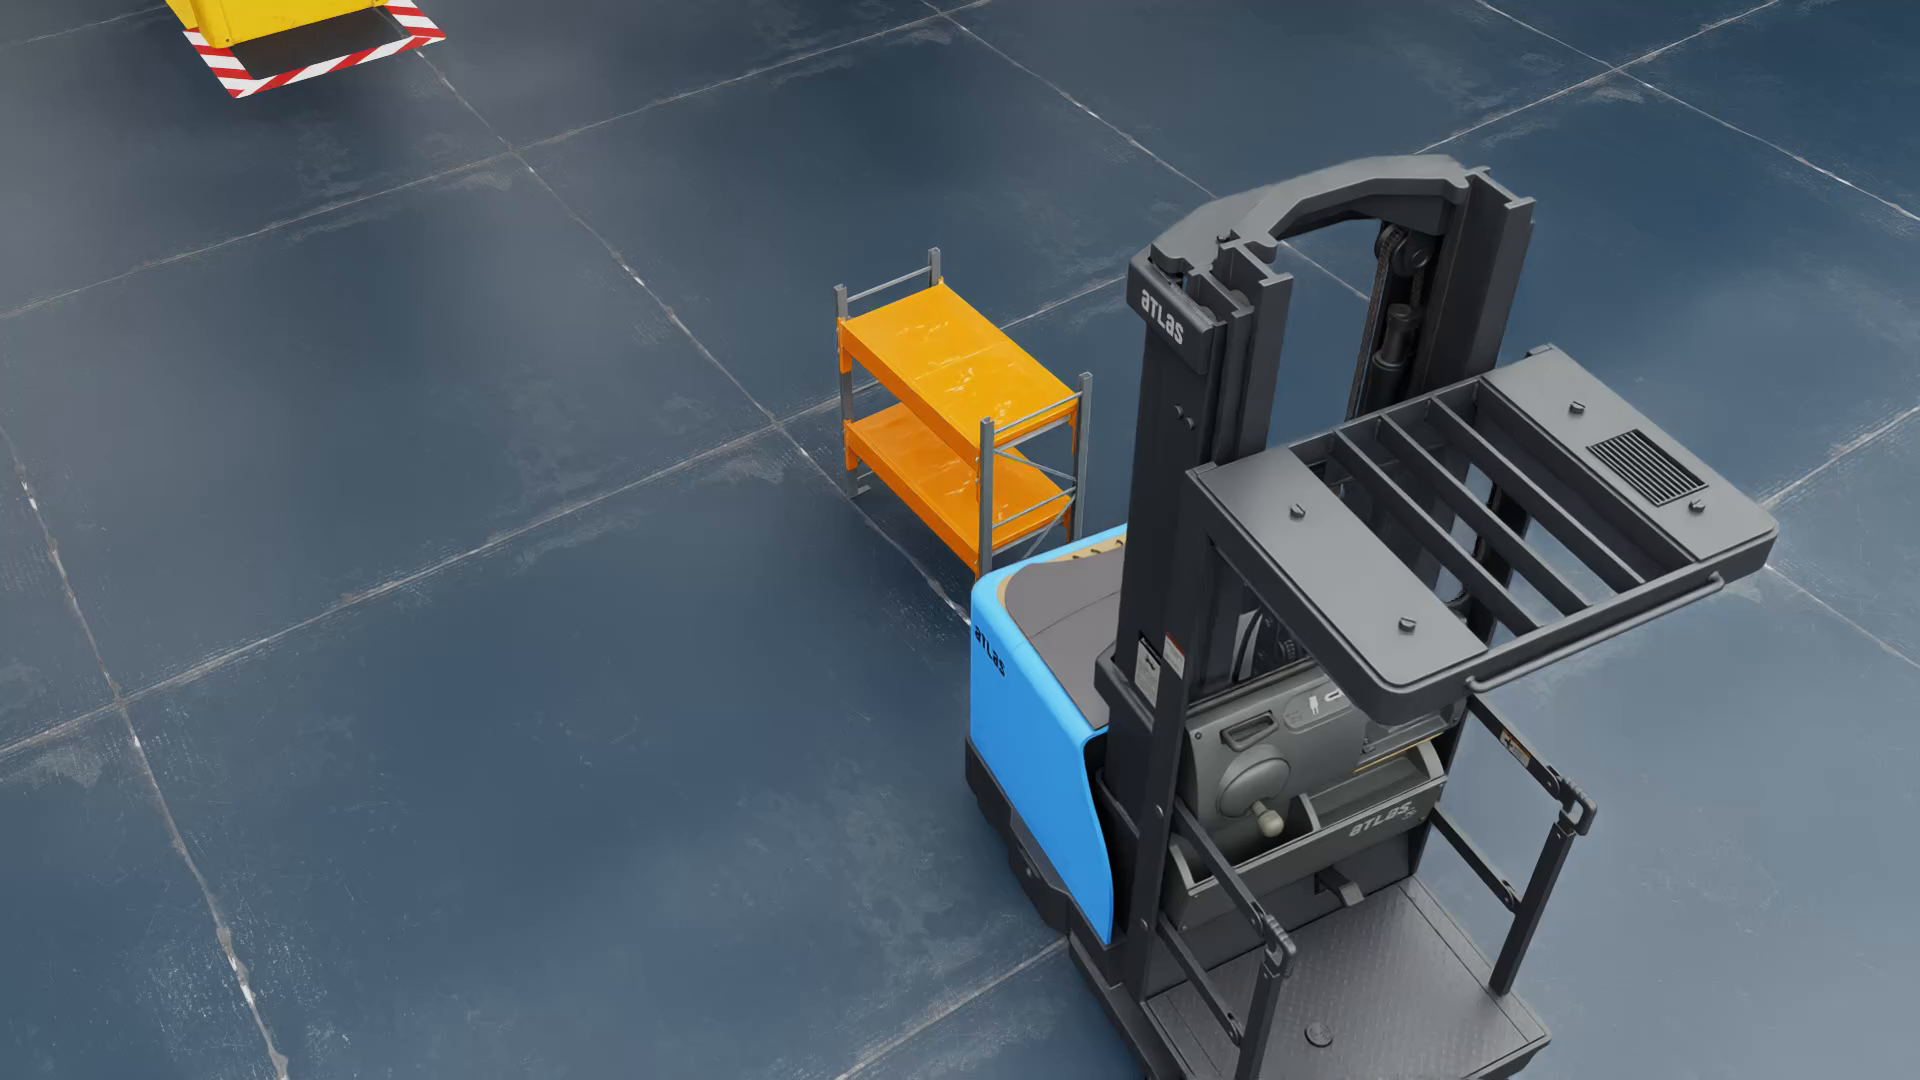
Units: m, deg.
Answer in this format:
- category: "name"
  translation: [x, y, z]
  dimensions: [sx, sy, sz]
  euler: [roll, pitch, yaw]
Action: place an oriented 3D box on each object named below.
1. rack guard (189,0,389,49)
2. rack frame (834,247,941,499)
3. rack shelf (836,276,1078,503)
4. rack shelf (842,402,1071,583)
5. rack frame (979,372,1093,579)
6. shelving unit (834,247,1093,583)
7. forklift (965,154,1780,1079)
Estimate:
- category: "rack guard"
  translation: [-4.316, -3.590, 10.640]
  dimensions: [1.175, 0.500, 0.348]
  euler: [-26, 49, -24]
- category: "rack frame"
  translation: [-0.295, -0.699, 7.158]
  dimensions: [0.500, 1.125, 0.032]
  euler: [-26, 49, -24]
- category: "rack shelf"
  translation: [-0.004, -0.622, 6.654]
  dimensions: [0.538, 0.278, 1.000]
  euler: [-26, 49, -24]
- category: "rack shelf"
  translation: [-0.004, -0.234, 7.025]
  dimensions: [0.538, 0.278, 1.000]
  euler: [-26, 49, -24]
- category: "rack frame"
  translation: [0.287, -0.123, 6.555]
  dimensions: [0.500, 1.125, 0.032]
  euler: [-26, 49, -24]
- category: "shelving unit"
  translation: [-0.004, -0.411, 6.857]
  dimensions: [0.538, 1.125, 1.048]
  euler: [-26, 49, -24]
- category: "forklift"
  translation: [1.135, 0.604, 4.486]
  dimensions: [1.130, 2.935, 3.031]
  euler: [-19, 47, -19]
